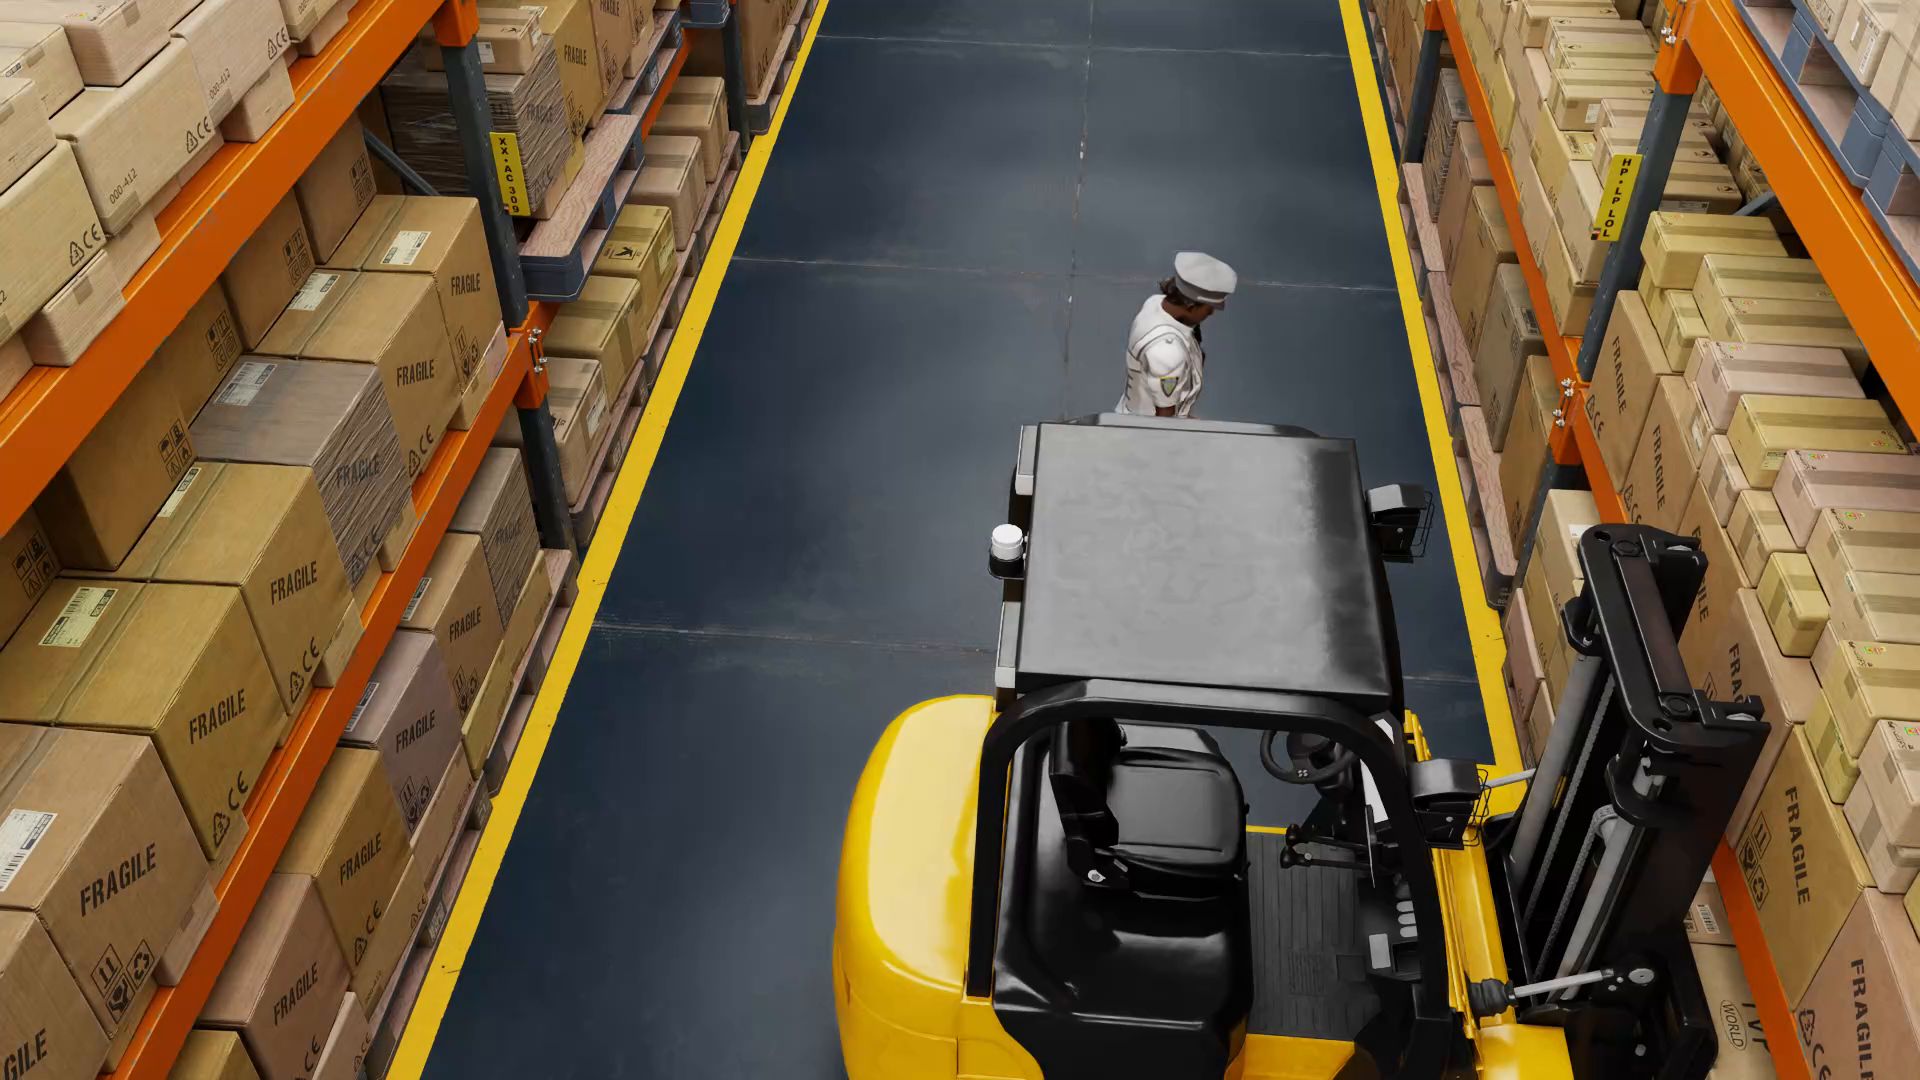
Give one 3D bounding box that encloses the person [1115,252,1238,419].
[{"bbox_3d":[0.818,-0.407,6.672,0.425,1.631,0.453,4,40,5],"label":"person"}]
